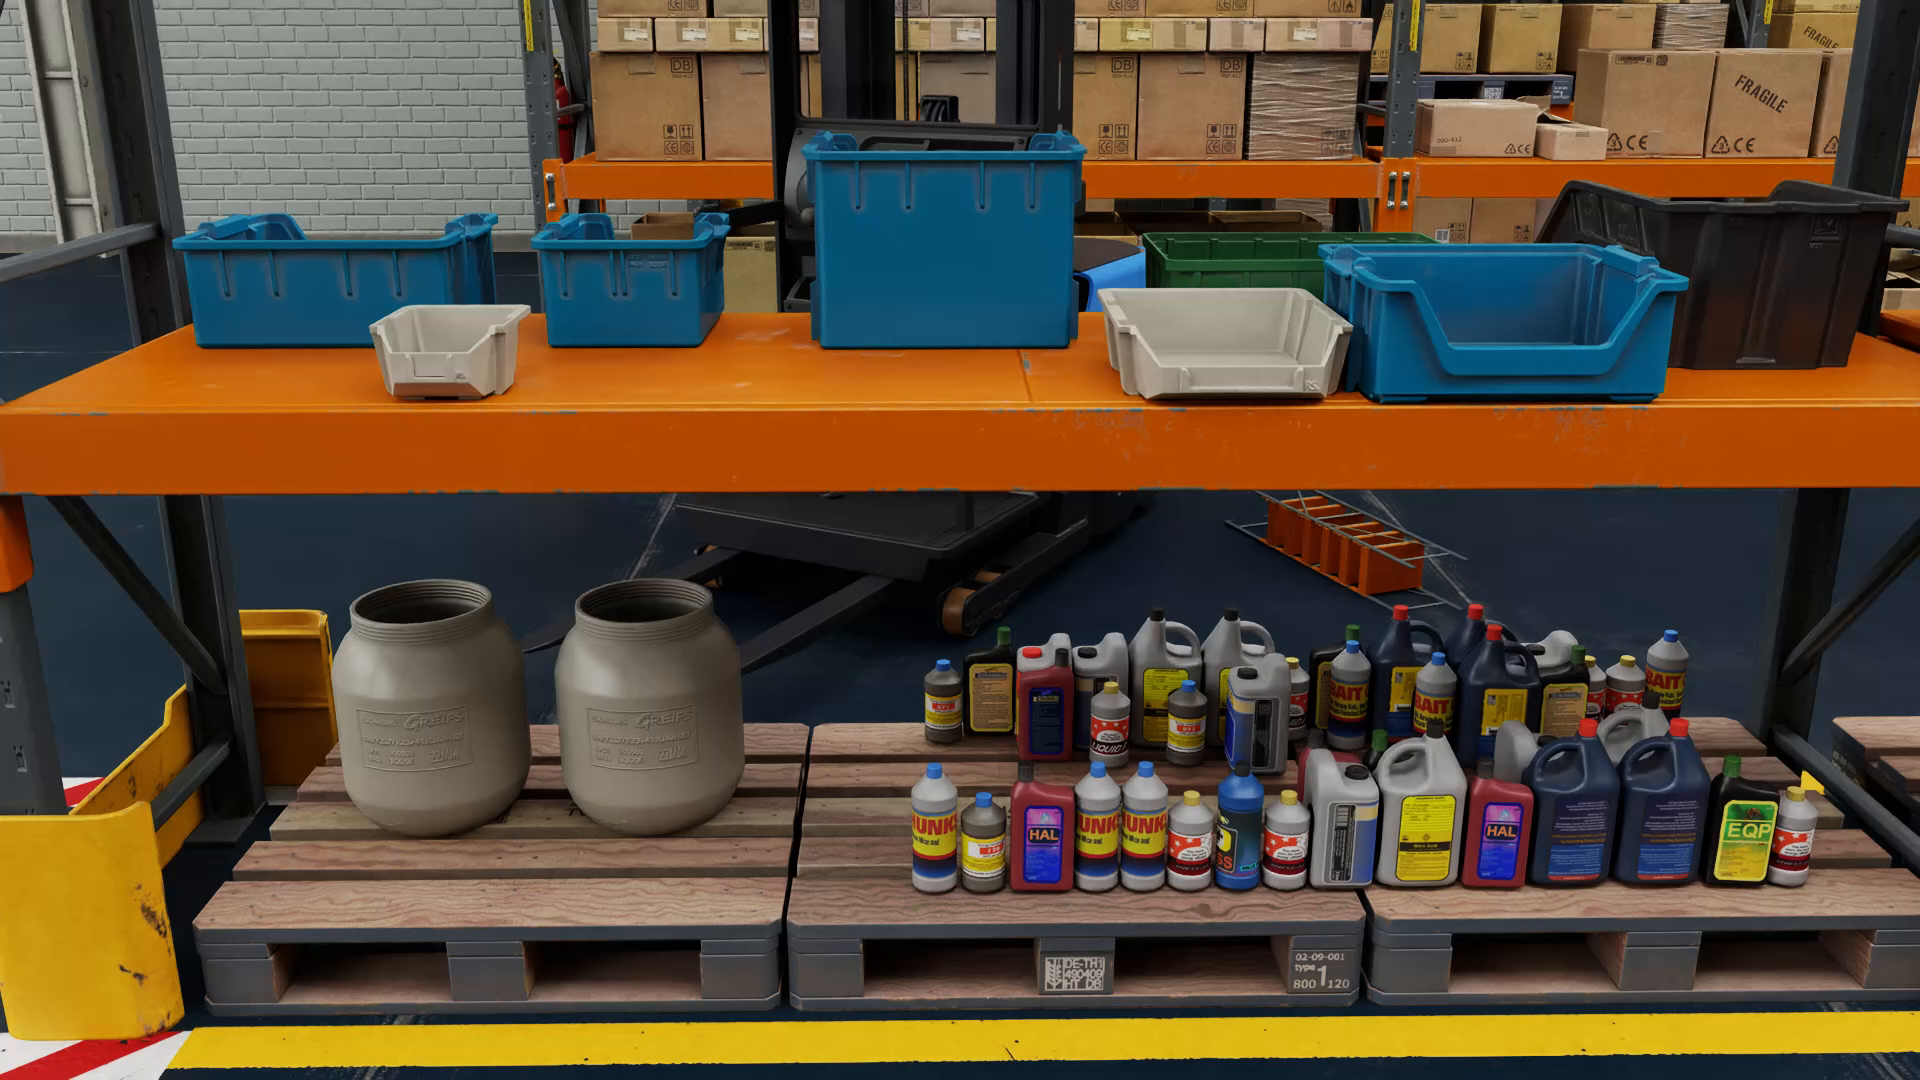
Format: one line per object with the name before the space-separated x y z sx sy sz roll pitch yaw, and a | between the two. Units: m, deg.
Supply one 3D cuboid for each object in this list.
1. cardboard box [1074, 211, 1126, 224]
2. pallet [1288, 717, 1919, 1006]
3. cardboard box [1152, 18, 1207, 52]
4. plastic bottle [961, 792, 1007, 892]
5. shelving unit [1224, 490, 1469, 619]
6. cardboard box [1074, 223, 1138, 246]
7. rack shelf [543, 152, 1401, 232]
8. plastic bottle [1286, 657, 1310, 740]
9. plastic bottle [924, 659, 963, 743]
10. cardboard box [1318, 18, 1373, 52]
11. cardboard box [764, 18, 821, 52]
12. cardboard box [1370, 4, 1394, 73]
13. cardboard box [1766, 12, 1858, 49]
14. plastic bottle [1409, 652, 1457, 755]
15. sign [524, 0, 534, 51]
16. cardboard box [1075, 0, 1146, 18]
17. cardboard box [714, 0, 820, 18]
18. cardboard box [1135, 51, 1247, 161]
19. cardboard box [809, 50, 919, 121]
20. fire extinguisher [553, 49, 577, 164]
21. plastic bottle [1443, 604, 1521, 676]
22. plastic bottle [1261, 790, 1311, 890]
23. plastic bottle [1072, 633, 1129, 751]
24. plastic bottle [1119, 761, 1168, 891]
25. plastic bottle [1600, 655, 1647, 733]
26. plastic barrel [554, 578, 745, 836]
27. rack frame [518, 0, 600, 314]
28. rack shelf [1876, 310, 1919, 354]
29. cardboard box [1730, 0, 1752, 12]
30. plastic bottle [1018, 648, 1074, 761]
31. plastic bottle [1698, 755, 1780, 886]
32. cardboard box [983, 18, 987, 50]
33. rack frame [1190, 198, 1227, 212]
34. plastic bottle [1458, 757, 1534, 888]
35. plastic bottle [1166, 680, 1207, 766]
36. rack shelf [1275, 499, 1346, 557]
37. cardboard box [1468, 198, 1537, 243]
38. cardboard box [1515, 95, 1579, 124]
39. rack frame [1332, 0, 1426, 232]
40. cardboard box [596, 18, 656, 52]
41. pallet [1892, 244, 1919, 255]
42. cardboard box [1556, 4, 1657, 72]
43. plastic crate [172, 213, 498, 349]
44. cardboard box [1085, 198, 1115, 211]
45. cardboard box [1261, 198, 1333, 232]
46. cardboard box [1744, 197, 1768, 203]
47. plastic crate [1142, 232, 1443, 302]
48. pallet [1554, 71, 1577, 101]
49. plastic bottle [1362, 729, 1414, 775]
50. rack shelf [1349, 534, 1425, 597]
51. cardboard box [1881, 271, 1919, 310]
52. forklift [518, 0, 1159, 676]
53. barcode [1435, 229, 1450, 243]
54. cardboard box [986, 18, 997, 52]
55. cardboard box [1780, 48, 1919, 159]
cardboard box | 0.585 -1.444 8.726 0.500 0.500 0.500 0 18 -1
pallet | 1.456 0.723 3.948 1.213 0.211 1.003 0 18 -1
cardboard box | 1.014 -2.394 7.873 0.250 0.149 0.380 0 18 -1
plastic bottle | 0.050 0.633 3.525 0.097 0.201 0.097 0 18 0
shelving unit | 1.412 -0.003 6.236 0.258 0.189 1.200 -7 19 -21
cardboard box | 0.594 -1.284 8.227 0.500 0.500 0.500 0 18 -1
rack shelf | 0.054 -1.756 8.288 4.000 0.370 1.077 0 18 -1
plastic bottle | 0.842 0.400 4.251 0.097 0.201 0.097 0 18 0
plastic bottle | -0.042 0.404 4.238 0.097 0.201 0.097 0 18 0
cardboard box | 1.785 -2.398 7.886 0.250 0.149 0.380 0 18 -1
cardboard box | -0.784 -2.385 7.846 0.250 0.149 0.380 -1 18 -2
cardboard box | 3.040 -3.871 12.819 0.500 0.500 0.700 2 18 5
cardboard box | 6.461 -3.763 12.685 0.500 0.500 0.500 0 18 1
plastic bottle | 1.171 0.409 4.108 0.097 0.271 0.097 0 18 0
sign | -1.943 -2.369 7.476 0.005 0.325 0.100 0 18 -1
cardboard box | 0.604 -2.764 7.967 0.500 0.500 0.700 0 18 -1
cardboard box | -0.900 -2.757 7.944 0.500 0.500 0.700 -1 18 -2
cardboard box | 1.083 -2.147 8.167 0.500 0.500 0.700 0 18 -1
cardboard box | -0.457 -2.139 8.142 0.500 0.500 0.700 0 18 0
fire extinguisher | -2.071 -2.193 8.601 0.183 0.674 0.296 0 18 -1
plastic bottle | 1.315 0.334 4.213 0.185 0.351 0.144 0 18 1
plastic bottle | 0.694 0.630 3.534 0.097 0.201 0.097 0 18 0
plastic bottle | 0.349 0.375 4.206 0.135 0.276 0.152 -1 18 -2
plastic bottle | 0.389 0.598 3.519 0.097 0.271 0.097 0 18 0
plastic bottle | 1.701 0.396 4.264 0.097 0.201 0.097 0 18 0
plastic barrel | -0.713 0.380 3.838 0.421 0.512 0.421 0 18 0
rack frame | -1.946 -2.089 8.148 0.127 3.000 1.000 0 18 -1
rack shelf | 4.128 -0.262 3.632 4.000 0.370 1.077 0 18 -1
cardboard box | 6.421 -4.278 13.060 0.500 0.250 0.500 0 18 1
plastic bottle | 0.213 0.405 4.101 0.133 0.283 0.061 0 18 -1
plastic bottle | 1.652 0.592 3.519 0.133 0.283 0.061 1 18 2
cardboard box | 0.233 -2.514 8.248 0.250 0.149 0.380 0 18 -1
rack frame | 1.972 -3.621 12.925 0.127 3.000 1.000 0 18 -1
plastic bottle | 1.135 0.594 3.511 0.133 0.283 0.061 1 18 3
plastic bottle | 0.560 0.445 4.109 0.097 0.201 0.097 0 18 0
rack shelf | 1.349 -0.050 6.380 0.258 0.180 0.103 -7 19 -21
cardboard box | 4.239 -2.662 13.308 0.500 0.500 0.700 0 18 -1
cardboard box | 2.930 -2.104 8.417 0.258 0.266 0.396 -1 18 -2
rack frame | 2.054 -2.108 8.209 0.127 3.000 1.000 0 18 -1
cardboard box | -1.550 -2.381 7.835 0.250 0.149 0.380 0 18 -1
pallet | 7.978 -2.298 13.367 1.213 0.211 1.003 0 18 -1
cardboard box | 4.943 -3.881 12.852 0.500 0.500 0.700 -2 18 -6
plastic crate | -1.376 -0.599 3.747 0.616 0.251 0.499 0 18 -1
cardboard box | 0.935 -2.623 13.186 0.500 0.500 0.500 -2 18 -5
cardboard box | 2.708 -2.649 13.266 0.500 0.500 0.700 0 18 1
cardboard box | 6.709 -2.780 13.135 0.750 0.750 0.750 -1 18 -2
plastic crate | 0.766 -0.574 3.773 0.662 0.188 0.450 0 18 -1
pallet | 5.260 -3.513 12.902 1.003 0.211 1.213 0 18 -1
plastic bottle | 0.947 0.551 3.646 0.133 0.283 0.061 0 18 -1
rack shelf | 1.532 0.088 5.959 0.258 0.180 0.103 -7 19 -21
cardboard box | 4.509 -1.201 8.278 0.500 0.311 0.500 0 18 -1
forklift | -0.295 -1.228 5.577 1.130 2.935 3.031 9 20 27
barcode | 2.315 -1.459 7.984 0.075 0.075 0.001 0 18 -1
cardboard box | 0.250 -2.390 7.862 0.250 0.149 0.380 0 18 1
cardboard box | 4.376 -2.162 8.213 0.500 0.500 0.500 -1 18 -4
